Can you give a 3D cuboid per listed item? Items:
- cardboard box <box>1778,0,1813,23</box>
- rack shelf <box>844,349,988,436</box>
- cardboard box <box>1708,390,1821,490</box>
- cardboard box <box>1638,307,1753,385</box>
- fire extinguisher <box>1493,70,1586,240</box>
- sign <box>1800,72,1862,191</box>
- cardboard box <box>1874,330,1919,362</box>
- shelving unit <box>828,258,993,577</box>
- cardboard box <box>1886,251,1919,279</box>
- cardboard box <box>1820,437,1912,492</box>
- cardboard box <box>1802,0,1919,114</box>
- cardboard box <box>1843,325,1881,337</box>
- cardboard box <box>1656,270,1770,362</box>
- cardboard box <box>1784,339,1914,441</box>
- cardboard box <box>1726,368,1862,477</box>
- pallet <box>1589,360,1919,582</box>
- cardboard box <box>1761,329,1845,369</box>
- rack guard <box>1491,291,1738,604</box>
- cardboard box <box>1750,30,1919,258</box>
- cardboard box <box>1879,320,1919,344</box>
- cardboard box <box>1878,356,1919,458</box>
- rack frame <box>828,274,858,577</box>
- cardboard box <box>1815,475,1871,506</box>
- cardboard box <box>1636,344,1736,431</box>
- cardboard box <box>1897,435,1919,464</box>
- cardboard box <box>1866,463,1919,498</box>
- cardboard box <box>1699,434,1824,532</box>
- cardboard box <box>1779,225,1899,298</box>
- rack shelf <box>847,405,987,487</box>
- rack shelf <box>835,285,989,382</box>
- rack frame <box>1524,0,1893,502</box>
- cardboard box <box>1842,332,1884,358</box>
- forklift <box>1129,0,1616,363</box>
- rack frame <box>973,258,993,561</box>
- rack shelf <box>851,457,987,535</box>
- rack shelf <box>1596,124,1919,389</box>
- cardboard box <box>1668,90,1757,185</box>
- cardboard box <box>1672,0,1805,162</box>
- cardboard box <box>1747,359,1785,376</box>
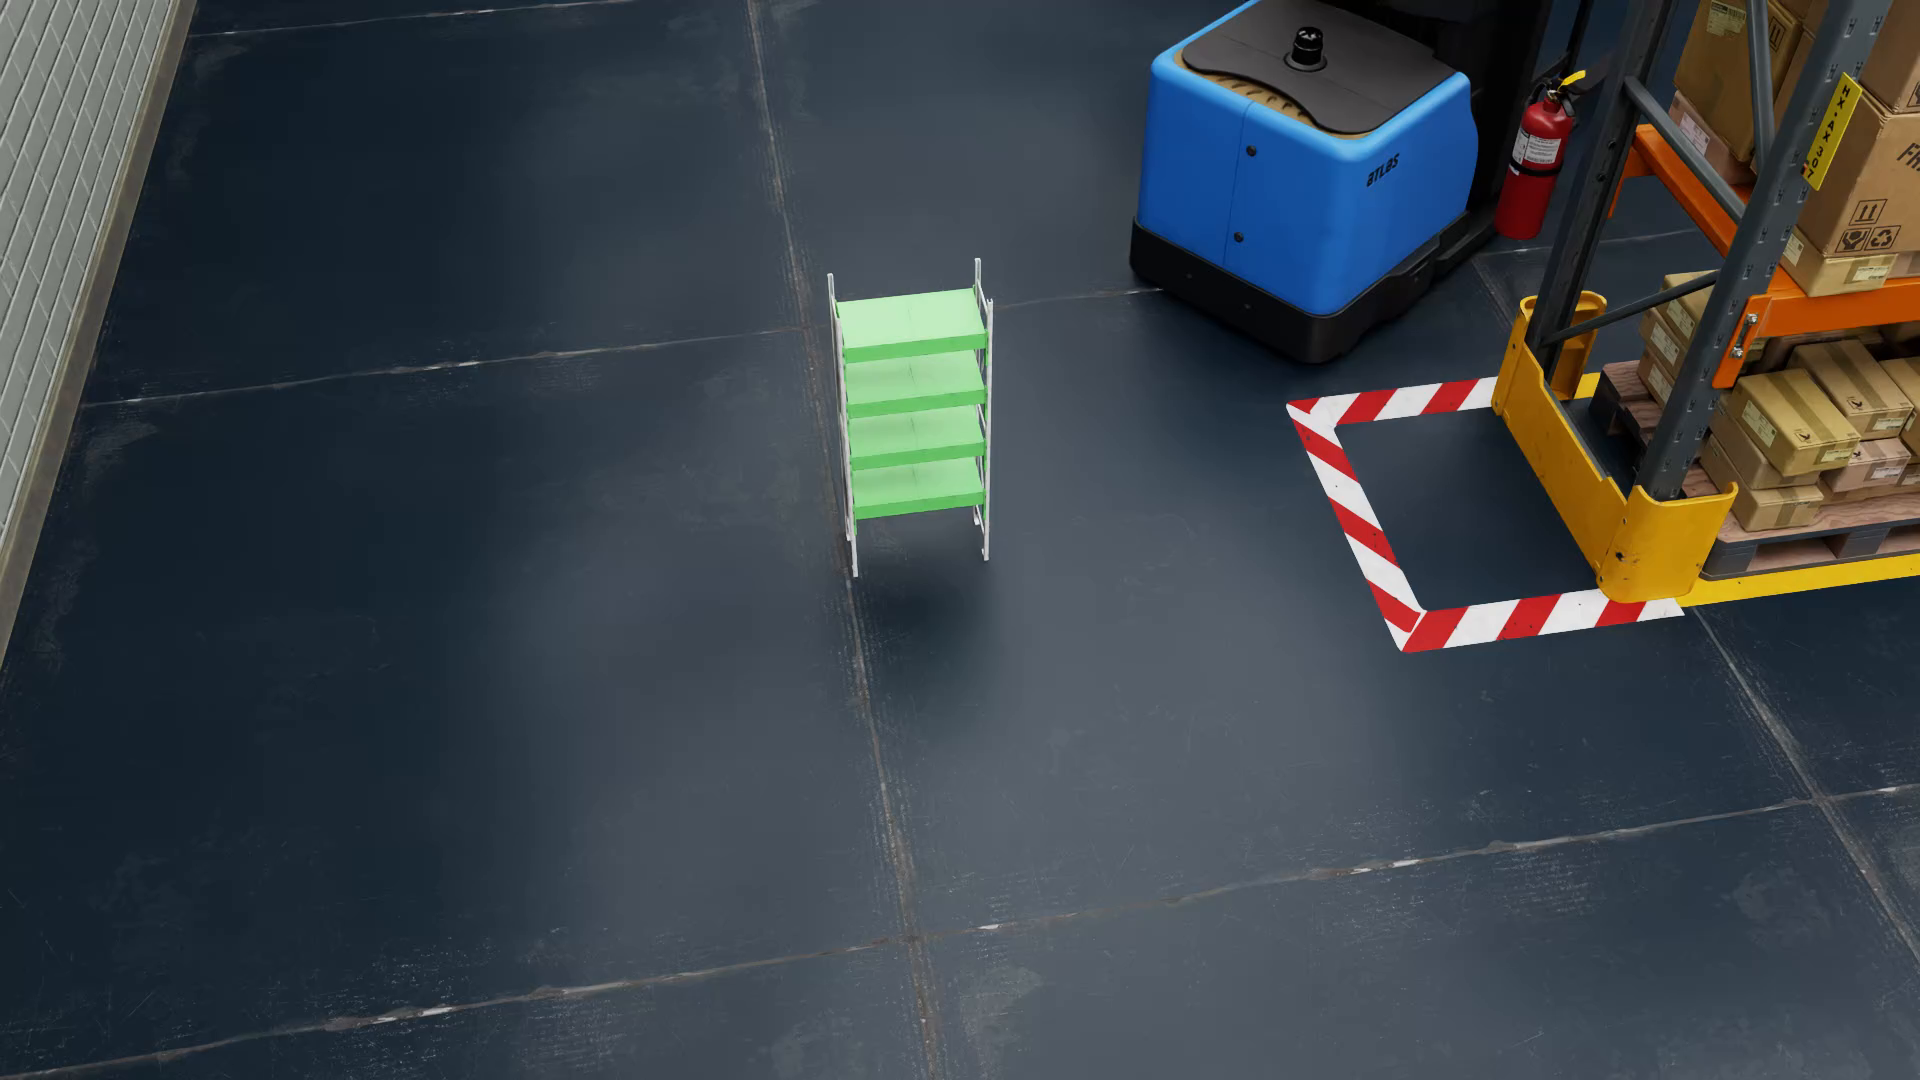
[{"bbox_3d":[2.758,-1.947,5.073,0.500,0.500,0.500,-8,47,-8],"label":"cardboard box"},{"bbox_3d":[-0.163,-0.518,5.672,0.480,0.148,0.258,-7,46,-7],"label":"rack shelf"},{"bbox_3d":[2.910,-0.372,6.007,0.250,0.149,0.380,-5,46,-5],"label":"cardboard box"},{"bbox_3d":[2.821,-0.757,6.378,0.250,0.149,0.380,-8,47,-8],"label":"cardboard box"},{"bbox_3d":[2.023,-1.370,5.800,0.183,0.674,0.296,-7,46,-7],"label":"fire extinguisher"},{"bbox_3d":[2.442,-1.145,4.669,0.005,0.325,0.100,-7,46,-7],"label":"sign"},{"bbox_3d":[3.615,-0.782,6.402,0.250,0.149,0.380,-8,47,-7],"label":"cardboard box"},{"bbox_3d":[-0.163,-0.396,5.798,0.503,1.200,0.258,-7,46,-7],"label":"shelving unit"},{"bbox_3d":[2.968,-1.010,5.315,0.250,0.149,0.380,-6,46,-5],"label":"cardboard box"},{"bbox_3d":[3.189,-0.365,6.000,0.250,0.149,0.380,-7,47,-7],"label":"cardboard box"},{"bbox_3d":[2.837,-1.581,4.720,0.500,0.500,0.500,-7,47,-7],"label":"cardboard box"},{"bbox_3d":[3.319,-0.950,6.357,0.250,0.149,0.380,-8,47,-8],"label":"cardboard box"},{"bbox_3d":[2.828,-0.838,6.249,0.250,0.149,0.380,-7,46,-6],"label":"cardboard box"},{"bbox_3d":[3.175,-0.535,5.958,0.250,0.149,0.380,-6,46,-6],"label":"cardboard box"},{"bbox_3d":[2.924,-0.416,5.843,0.250,0.149,0.380,-9,47,-9],"label":"cardboard box"},{"bbox_3d":[3.231,-0.346,6.437,1.213,0.211,1.003,-7,46,-7],"label":"pallet"},{"bbox_3d":[3.085,-0.828,6.239,0.250,0.149,0.380,-6,46,-6],"label":"cardboard box"},{"bbox_3d":[2.424,-0.372,6.261,0.348,0.500,1.175,-7,46,-7],"label":"rack guard"},{"bbox_3d":[2.839,-1.227,5.073,0.500,0.500,0.500,-5,46,-5],"label":"cardboard box"},{"bbox_3d":[3.585,-0.936,6.344,0.250,0.149,0.380,-9,47,-8],"label":"cardboard box"},{"bbox_3d":[3.445,-0.475,5.900,0.250,0.149,0.380,-7,47,-7],"label":"cardboard box"},{"bbox_3d":[-0.404,-0.366,5.769,0.015,1.200,0.240,-7,46,-7],"label":"rack frame"},{"bbox_3d":[3.164,-0.314,6.157,0.250,0.149,0.380,-7,47,-7],"label":"cardboard box"},{"bbox_3d":[2.833,-0.599,6.432,0.250,0.149,0.380,-6,46,-6],"label":"cardboard box"},{"bbox_3d":[3.415,-0.458,6.090,0.250,0.149,0.380,-7,46,-6],"label":"cardboard box"},{"bbox_3d":[3.408,-0.349,6.191,0.250,0.149,0.380,-7,46,-6],"label":"cardboard box"},{"bbox_3d":[2.920,-0.223,6.070,0.250,0.149,0.380,-6,46,-6],"label":"cardboard box"},{"bbox_3d":[2.725,-0.950,5.257,0.250,0.149,0.380,-7,47,-7],"label":"cardboard box"},{"bbox_3d":[-0.163,-0.352,5.844,0.480,0.148,0.258,-7,46,-7],"label":"rack shelf"},{"bbox_3d":[-0.163,-0.685,5.499,0.480,0.148,0.258,-7,46,-7],"label":"rack shelf"},{"bbox_3d":[2.349,-1.230,5.352,0.127,3.000,1.000,-7,46,-7],"label":"rack frame"},{"bbox_3d":[3.333,-0.822,6.440,0.250,0.149,0.380,-9,47,-8],"label":"cardboard box"},{"bbox_3d":[2.124,-2.714,6.829,1.130,2.935,3.031,34,55,29],"label":"forklift"},{"bbox_3d":[0.077,-0.426,5.827,0.015,1.200,0.240,-7,46,-7],"label":"rack frame"},{"bbox_3d":[-0.163,-0.185,6.017,0.480,0.148,0.258,-7,46,-7],"label":"rack shelf"},{"bbox_3d":[4.320,-1.226,5.848,4.000,0.370,1.077,-7,46,-7],"label":"rack shelf"},{"bbox_3d":[2.623,-1.383,5.674,0.250,0.149,0.380,-7,46,-7],"label":"cardboard box"},{"bbox_3d":[2.748,-1.605,5.438,0.500,0.500,0.500,-6,46,-6],"label":"cardboard box"},{"bbox_3d":[3.088,-0.751,6.372,0.250,0.149,0.380,-8,47,-8],"label":"cardboard box"}]
